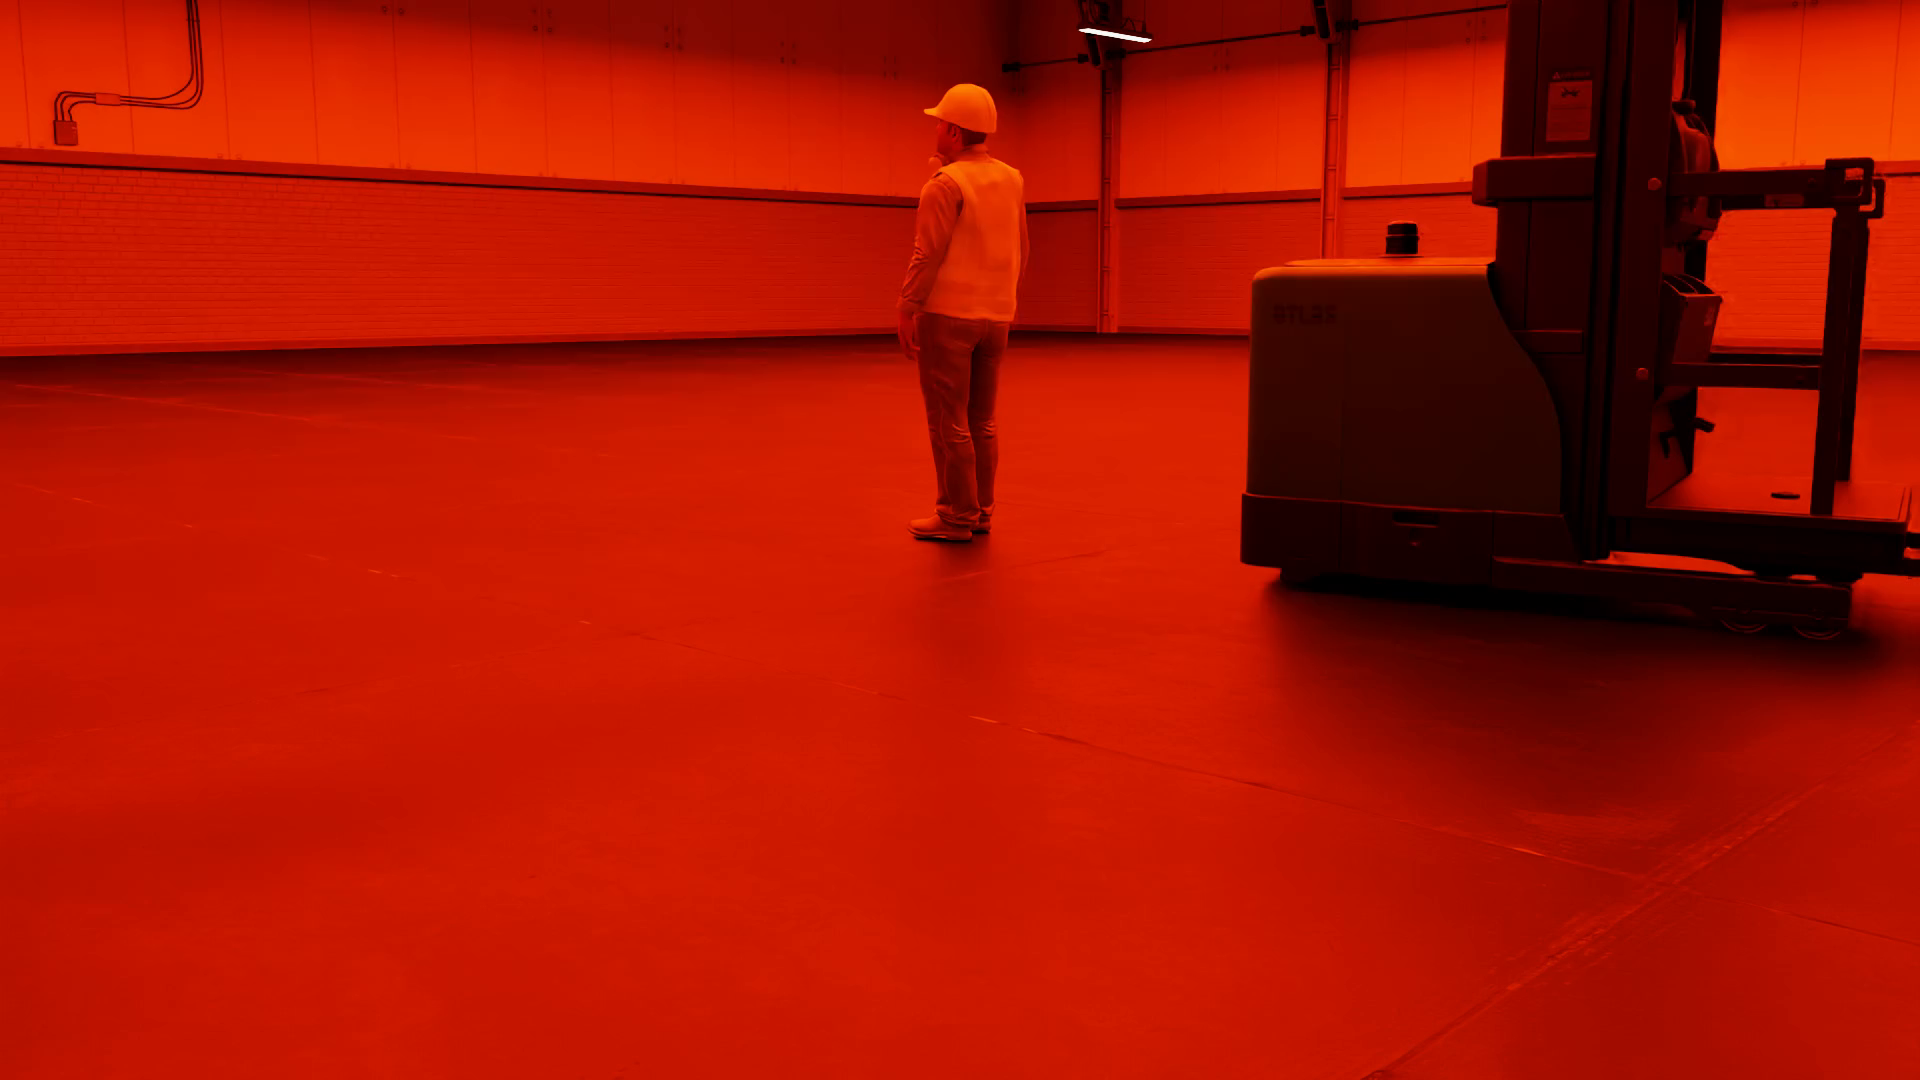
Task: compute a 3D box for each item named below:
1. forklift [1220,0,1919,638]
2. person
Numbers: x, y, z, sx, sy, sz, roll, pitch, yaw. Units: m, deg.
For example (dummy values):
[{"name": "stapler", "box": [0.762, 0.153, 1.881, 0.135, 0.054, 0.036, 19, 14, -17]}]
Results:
[{"name": "forklift", "box": [2.434, -1.255, 5.209, 3.031, 2.935, 1.130, 5, 10, 30]}, {"name": "person", "box": [-0.041, -0.892, 6.632, 0.566, 1.776, 0.634, 8, 12, 43]}]
